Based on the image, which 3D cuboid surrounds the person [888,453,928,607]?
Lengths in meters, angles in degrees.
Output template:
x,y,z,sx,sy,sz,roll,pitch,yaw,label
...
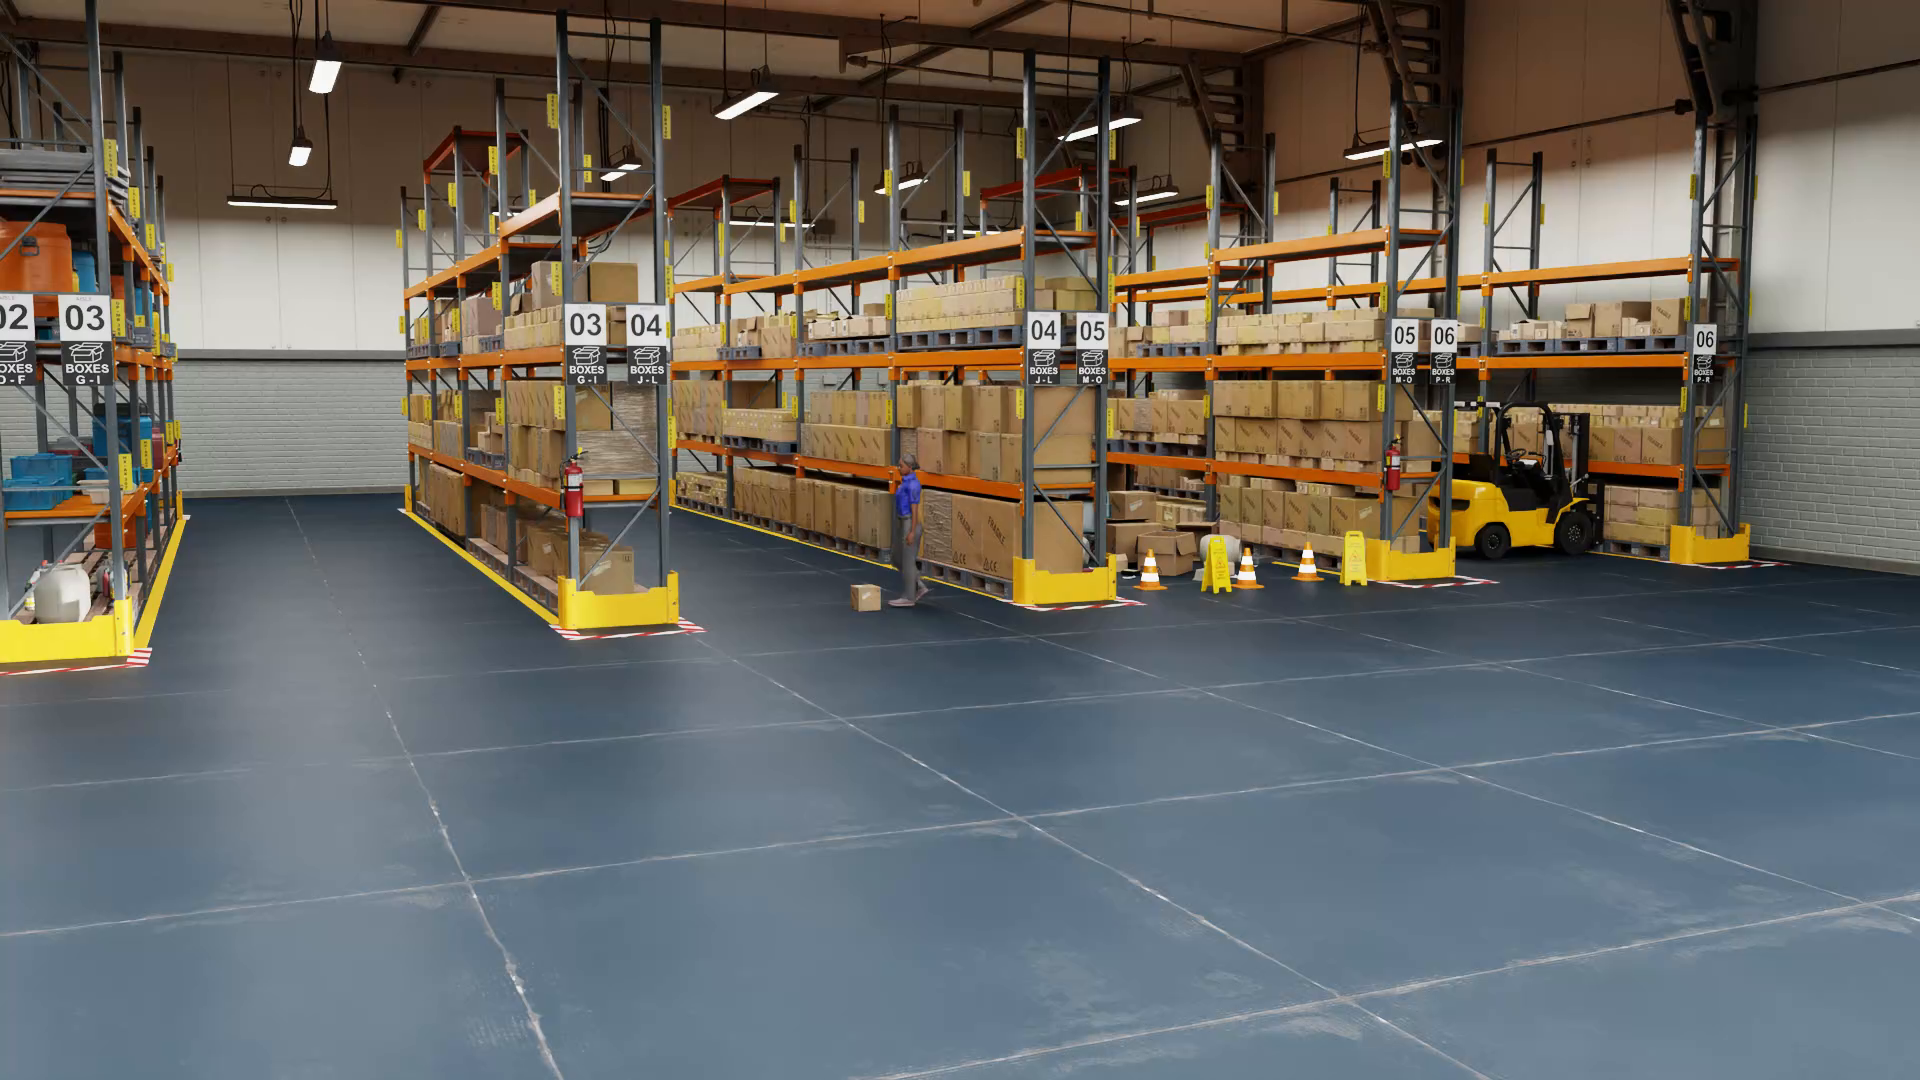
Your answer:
x,y,z,sx,sy,sz,roll,pitch,yaw,label
-0.554,-0.103,18.033,0.481,1.678,0.500,-1,6,-12,person
